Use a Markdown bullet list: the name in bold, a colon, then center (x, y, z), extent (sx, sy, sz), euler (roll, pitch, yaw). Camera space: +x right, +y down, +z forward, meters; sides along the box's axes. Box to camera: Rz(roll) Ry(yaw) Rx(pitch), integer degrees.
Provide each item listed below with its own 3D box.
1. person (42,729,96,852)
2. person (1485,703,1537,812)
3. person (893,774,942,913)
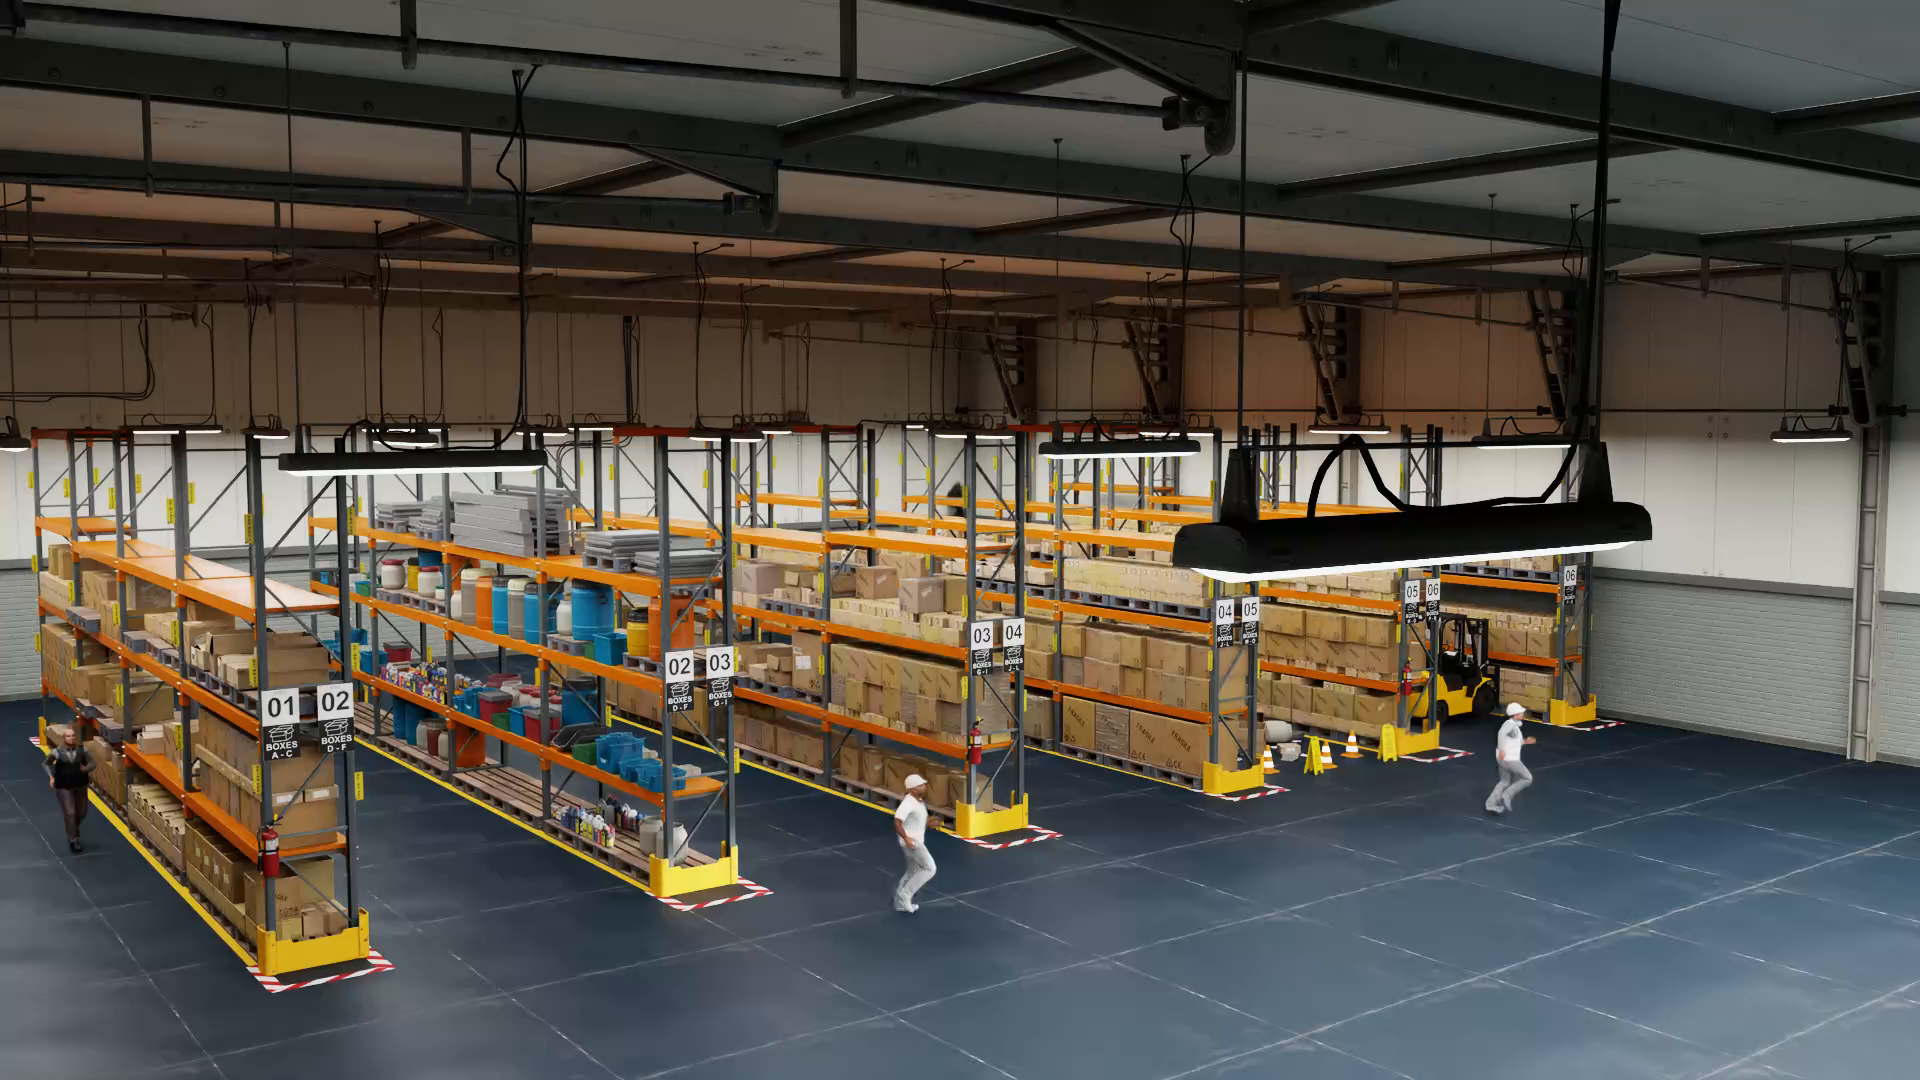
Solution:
- **person**: center (-12.816, 3.575, 23.986), extent (0.662, 1.698, 0.959), euler (-4, 6, -42)
- **person**: center (8.616, 3.408, 25.977), extent (0.766, 1.723, 0.690), euler (1, 5, 11)
- **person**: center (-0.535, 3.808, 20.968), extent (0.621, 1.728, 0.675), euler (0, 4, -3)
